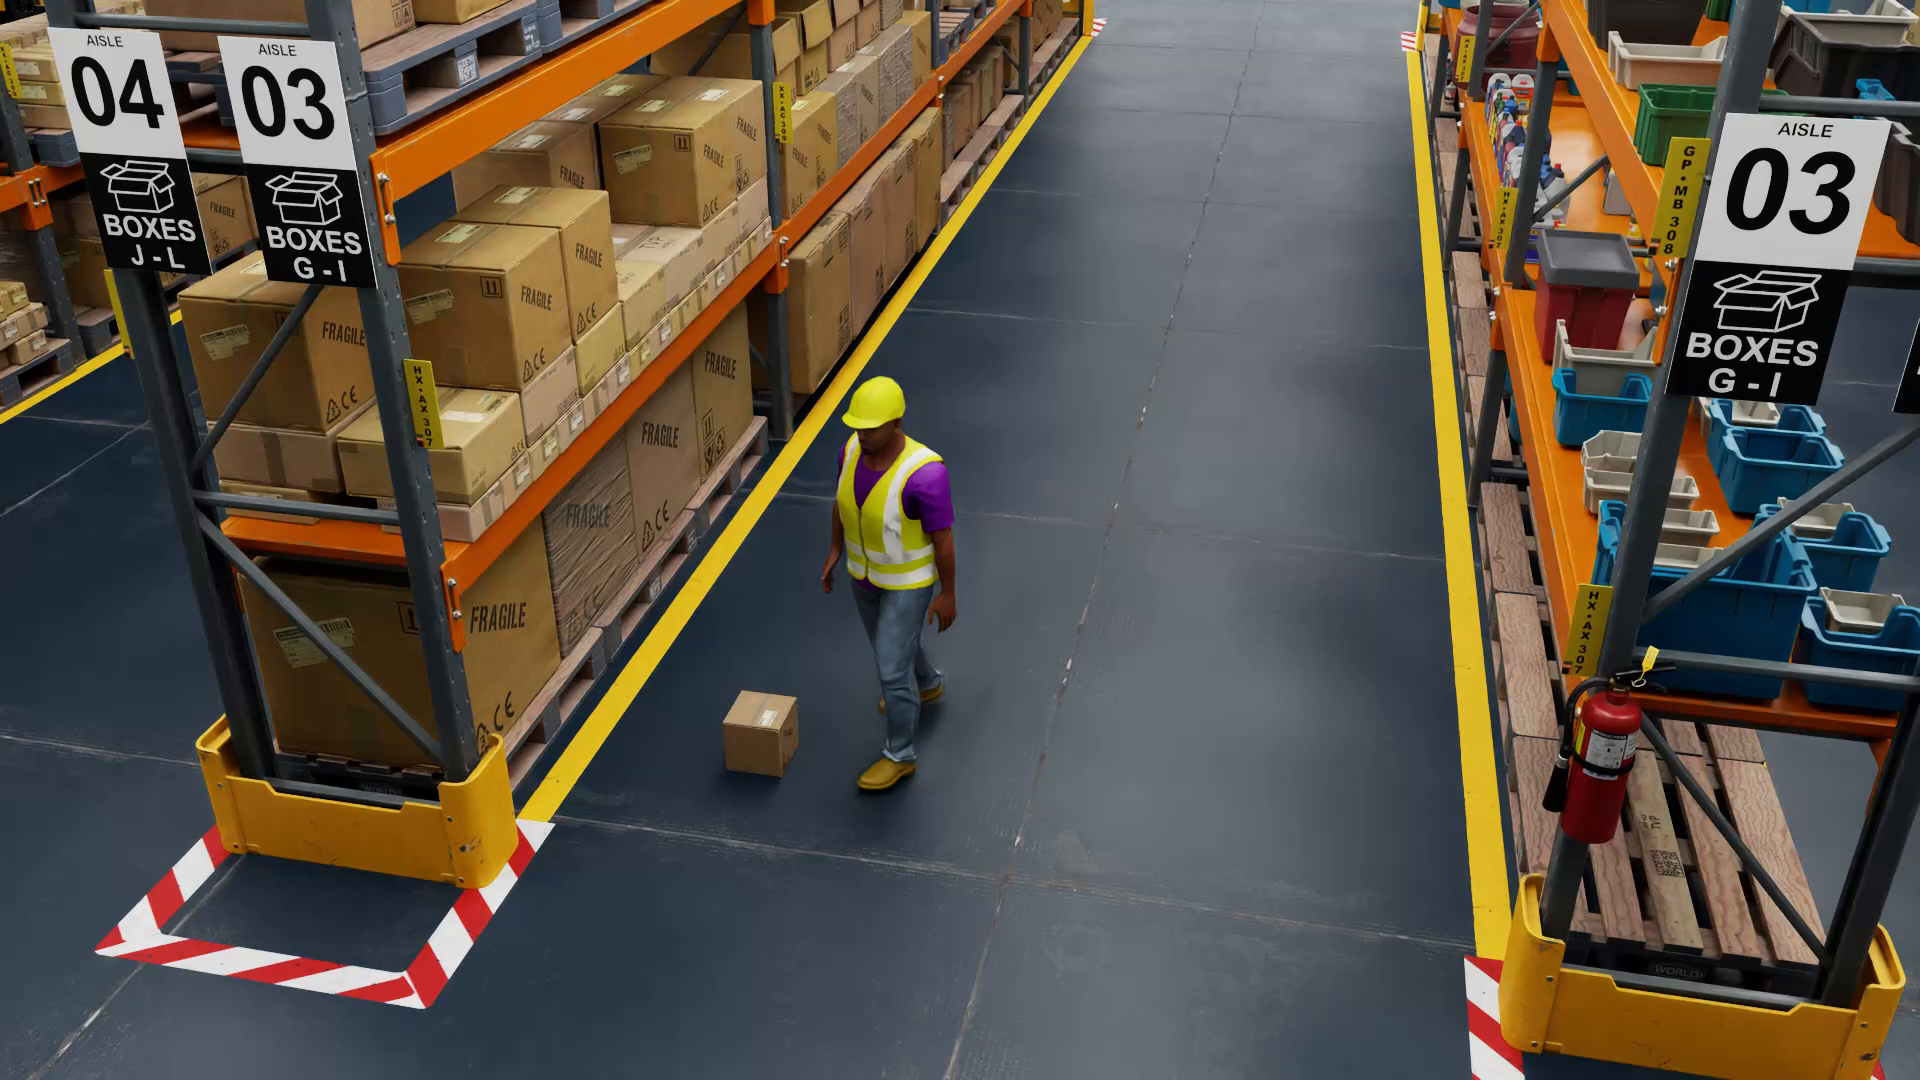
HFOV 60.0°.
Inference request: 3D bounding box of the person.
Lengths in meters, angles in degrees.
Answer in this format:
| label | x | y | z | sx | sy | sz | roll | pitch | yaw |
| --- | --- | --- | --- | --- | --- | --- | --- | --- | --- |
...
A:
| label | x | y | z | sx | sy | sz | roll | pitch | yaw |
| --- | --- | --- | --- | --- | --- | --- | --- | --- | --- |
| person | -0.282 | 0.123 | 6.887 | 0.630 | 1.754 | 0.738 | 24 | 37 | 37 |
